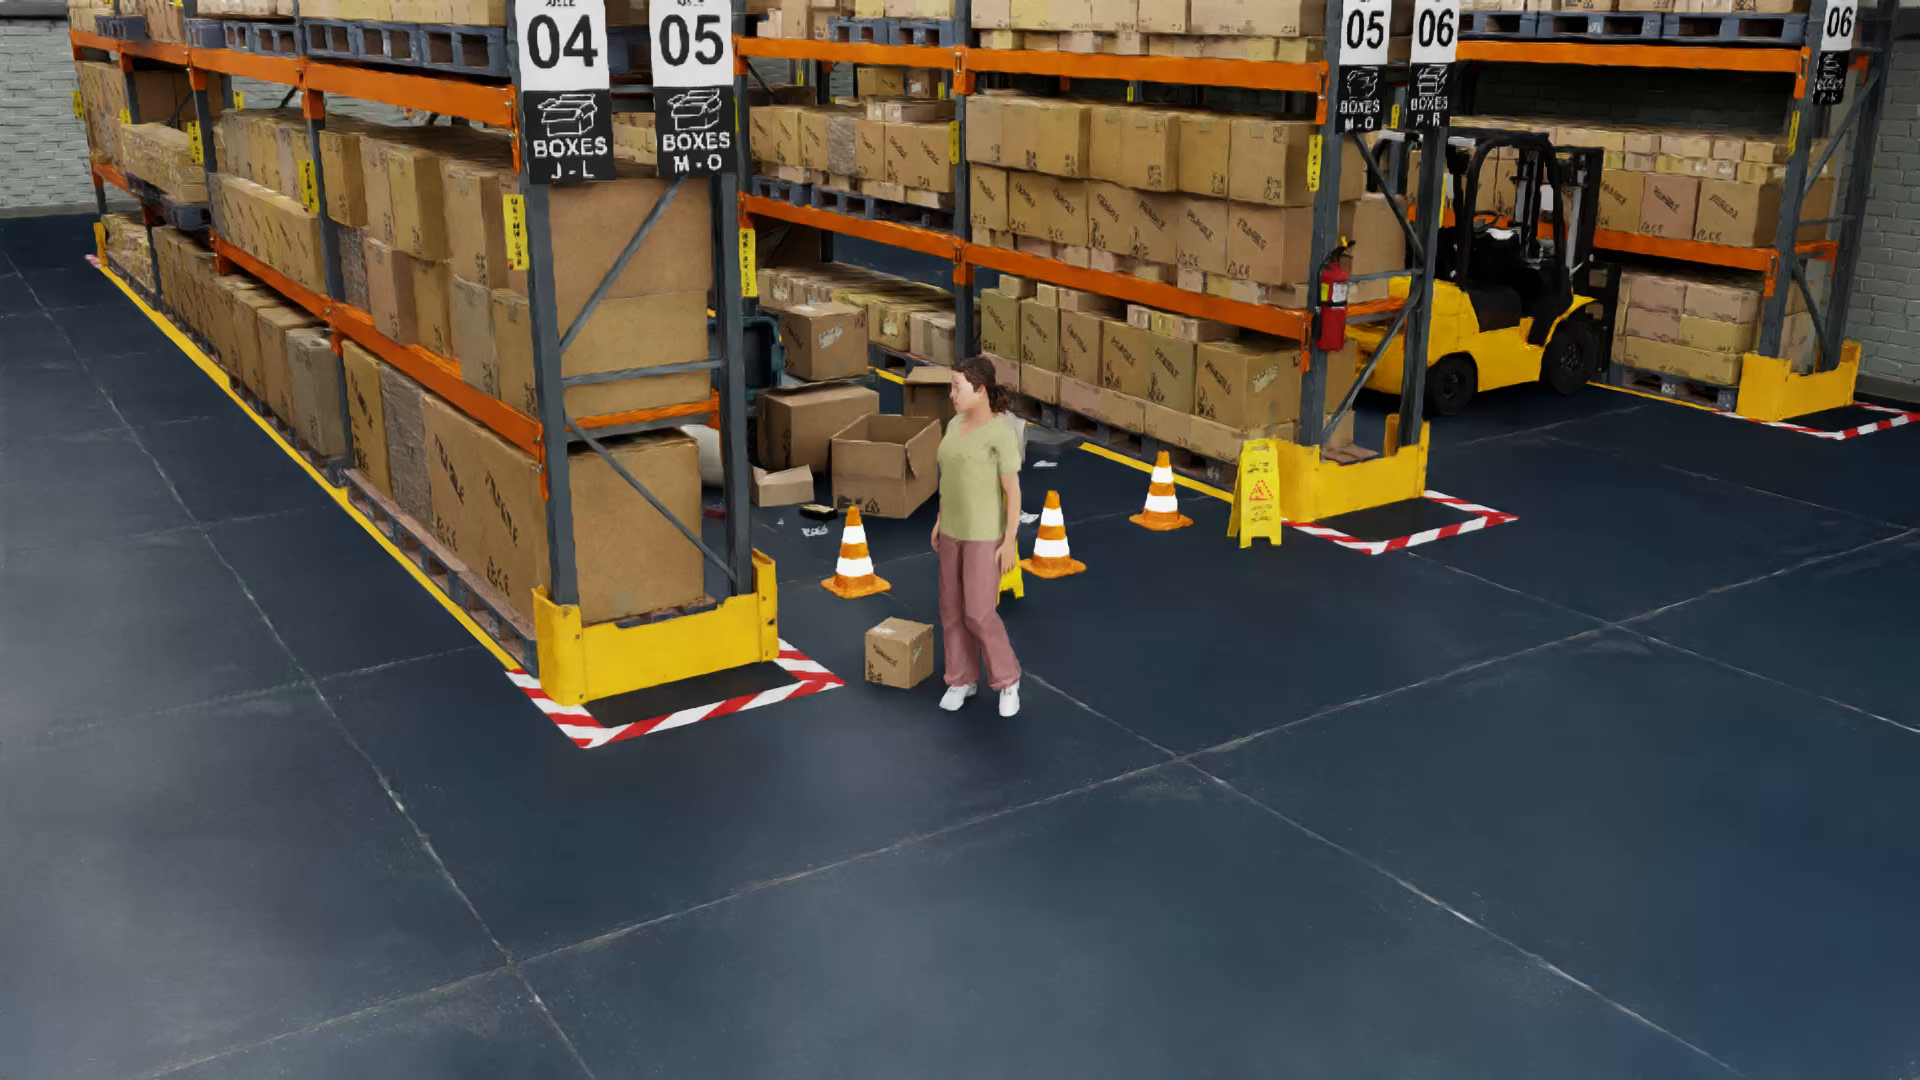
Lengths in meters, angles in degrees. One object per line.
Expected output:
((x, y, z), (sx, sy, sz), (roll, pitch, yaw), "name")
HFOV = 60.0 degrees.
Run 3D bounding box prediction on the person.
((0.080, -0.023, 7.638), (0.394, 1.676, 0.528), (-16, 24, -41), "person")
